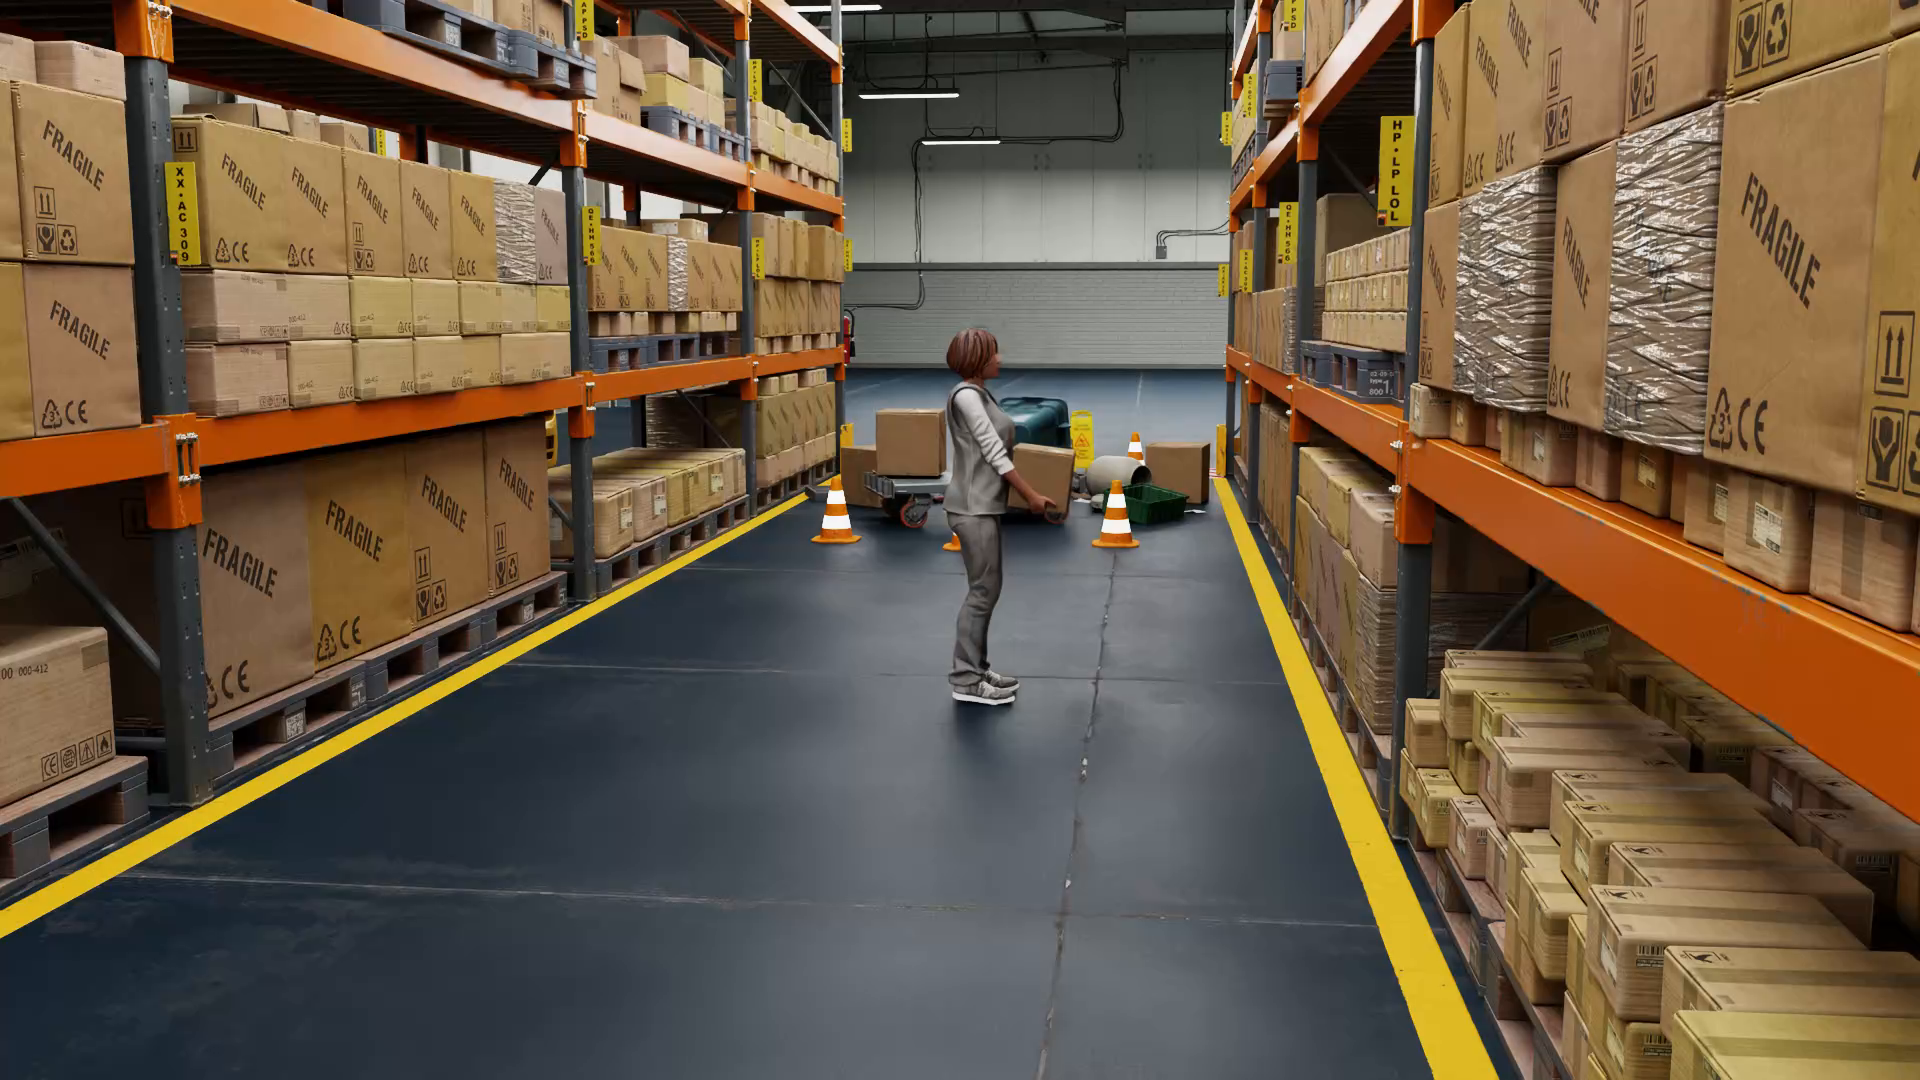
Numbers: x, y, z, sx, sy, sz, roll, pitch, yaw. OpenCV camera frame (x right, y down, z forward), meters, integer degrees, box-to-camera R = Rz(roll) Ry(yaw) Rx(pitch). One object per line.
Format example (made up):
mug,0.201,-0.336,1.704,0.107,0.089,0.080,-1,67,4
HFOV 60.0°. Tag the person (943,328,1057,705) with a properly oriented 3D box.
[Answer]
person,0.173,-0.105,7.121,0.496,1.597,0.397,1,8,7
